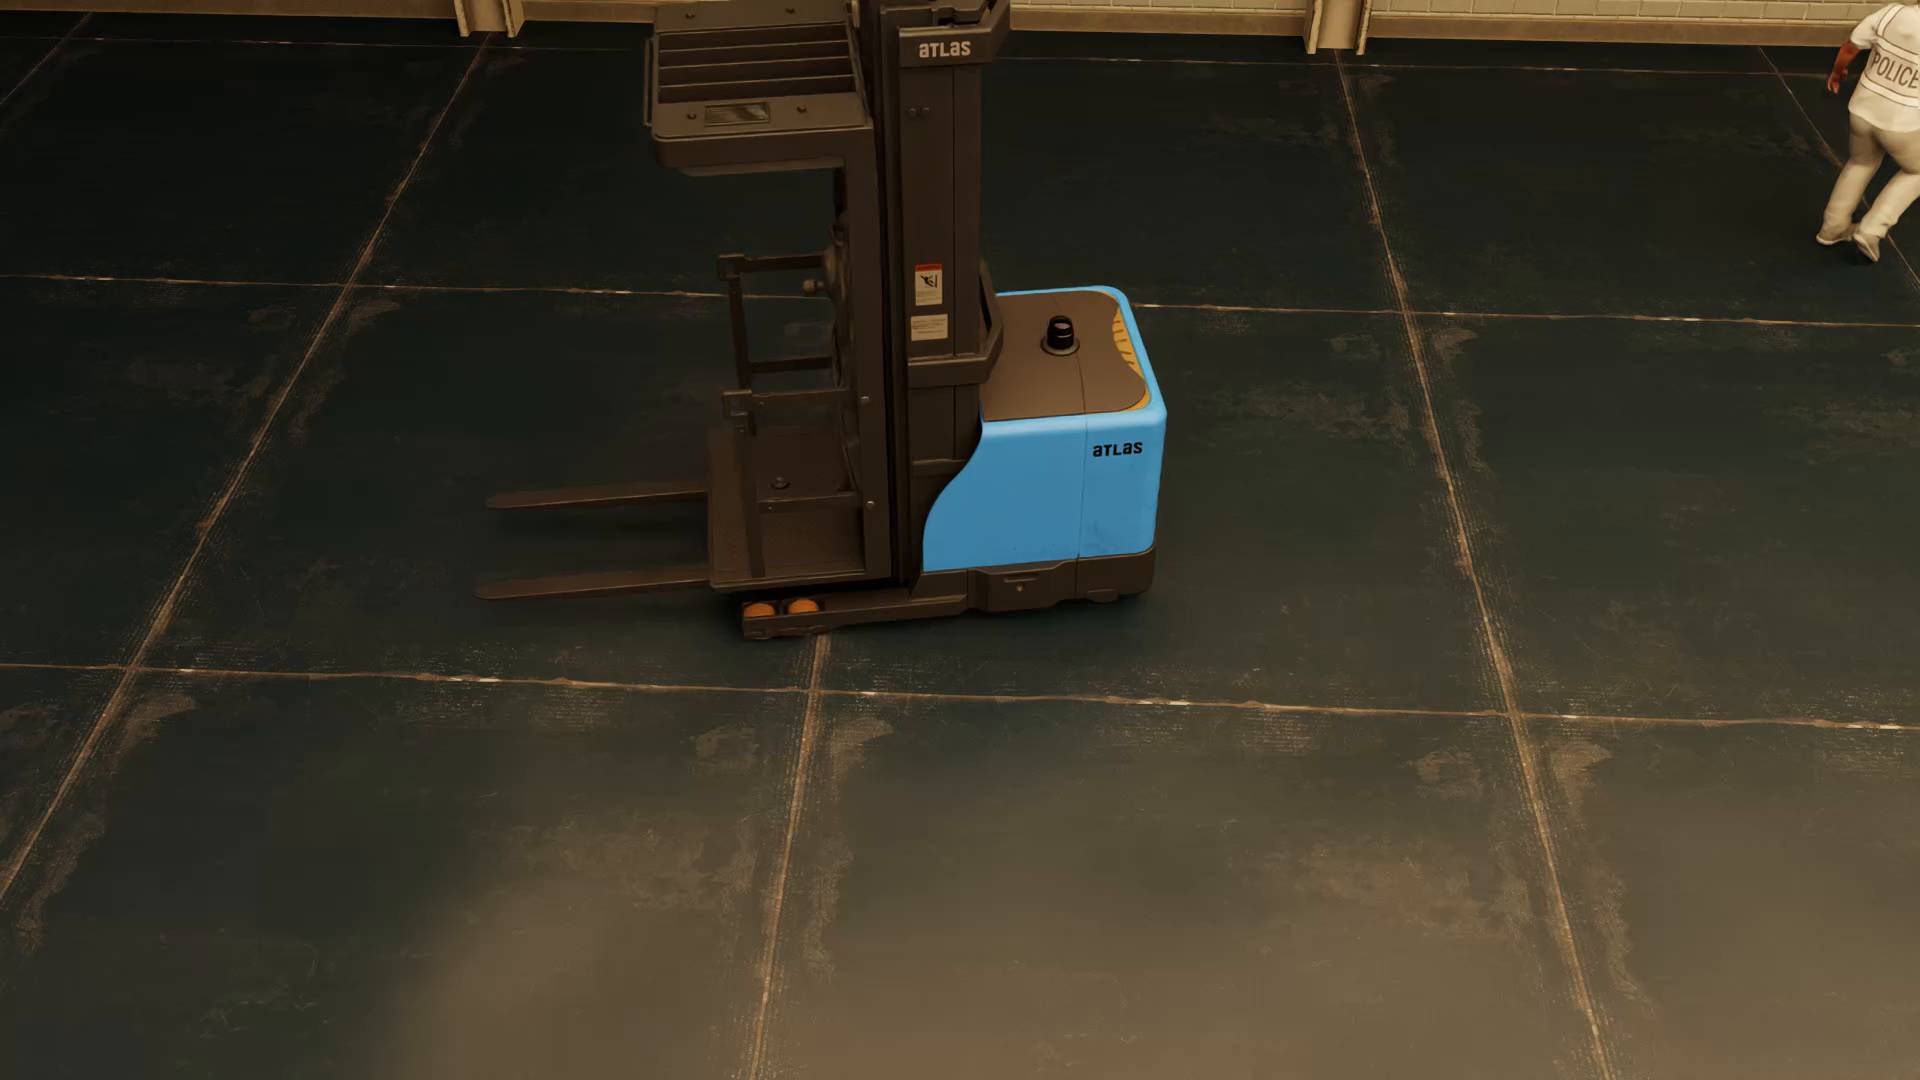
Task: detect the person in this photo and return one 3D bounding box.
[{"bbox_3d":[5.189,-2.398,9.295,0.481,1.745,0.801,-21,46,-22],"label":"person"}]

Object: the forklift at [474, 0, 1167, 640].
[{"bbox_3d":[-0.676,-1.017,6.856,3.031,2.935,1.130,-5,43,-5],"label":"forklift"}]
